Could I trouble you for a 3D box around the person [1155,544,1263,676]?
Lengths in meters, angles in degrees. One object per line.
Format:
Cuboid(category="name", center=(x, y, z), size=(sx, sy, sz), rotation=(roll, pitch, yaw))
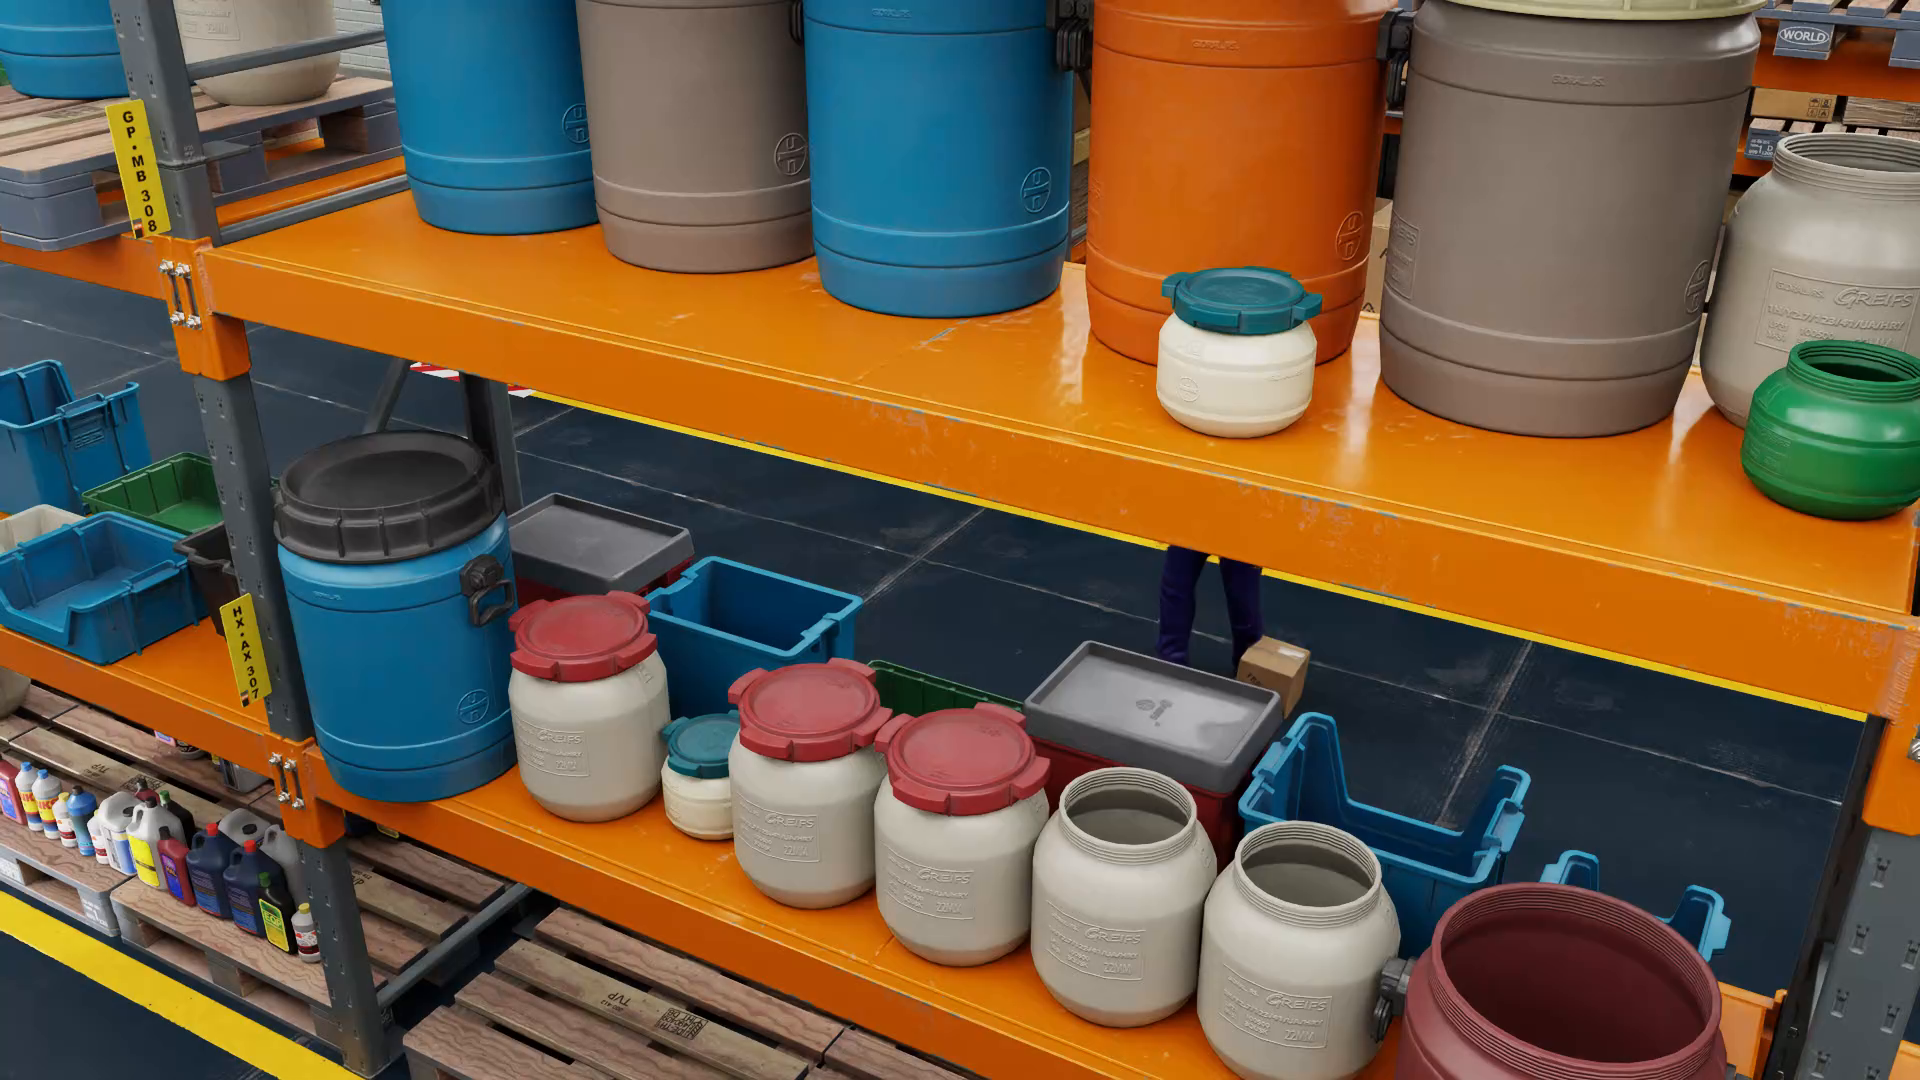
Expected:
Cuboid(category="person", center=(1.083, -0.052, 7.190), size=(0.580, 1.648, 0.538), rotation=(20, 33, 35))
